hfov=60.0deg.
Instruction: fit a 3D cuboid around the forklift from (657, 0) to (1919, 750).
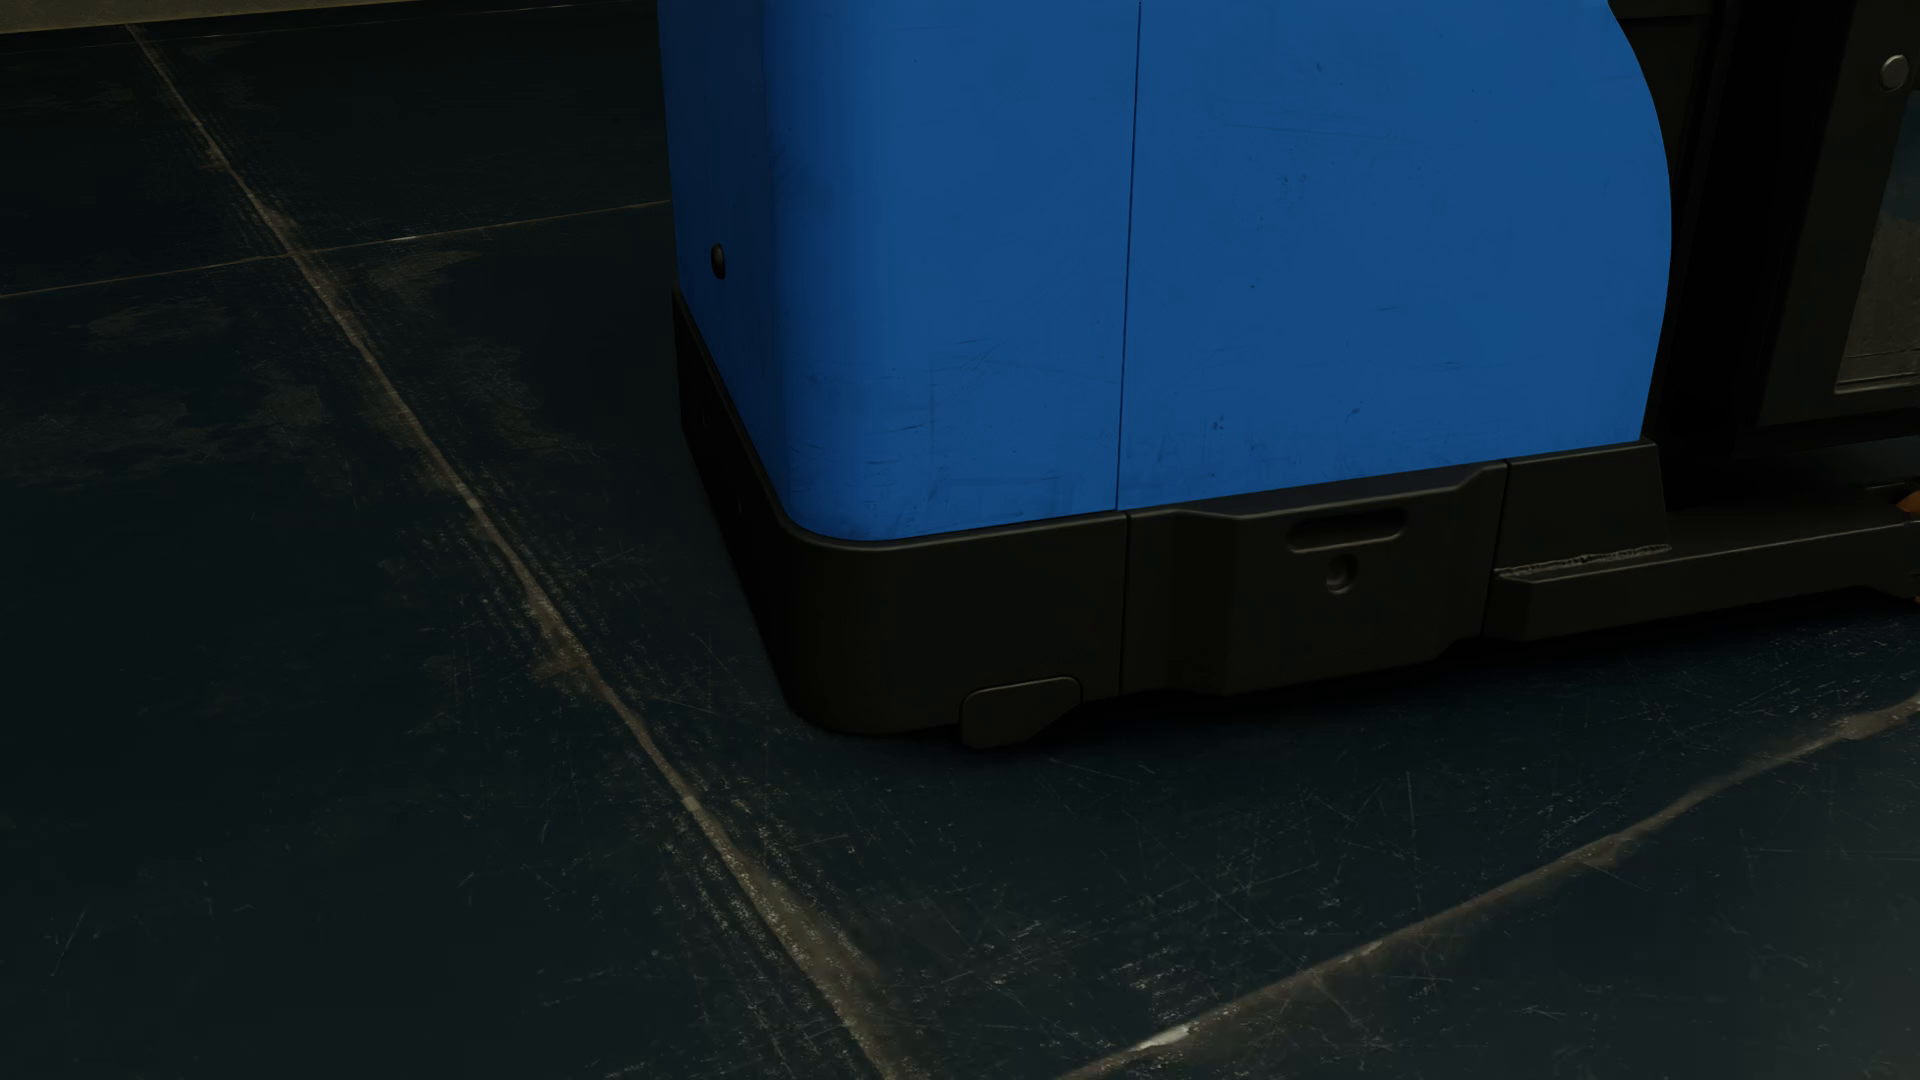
[{"bbox_3d":[1.126,-1.432,2.082,3.031,2.935,1.130,-8,28,-15],"label":"forklift"}]
